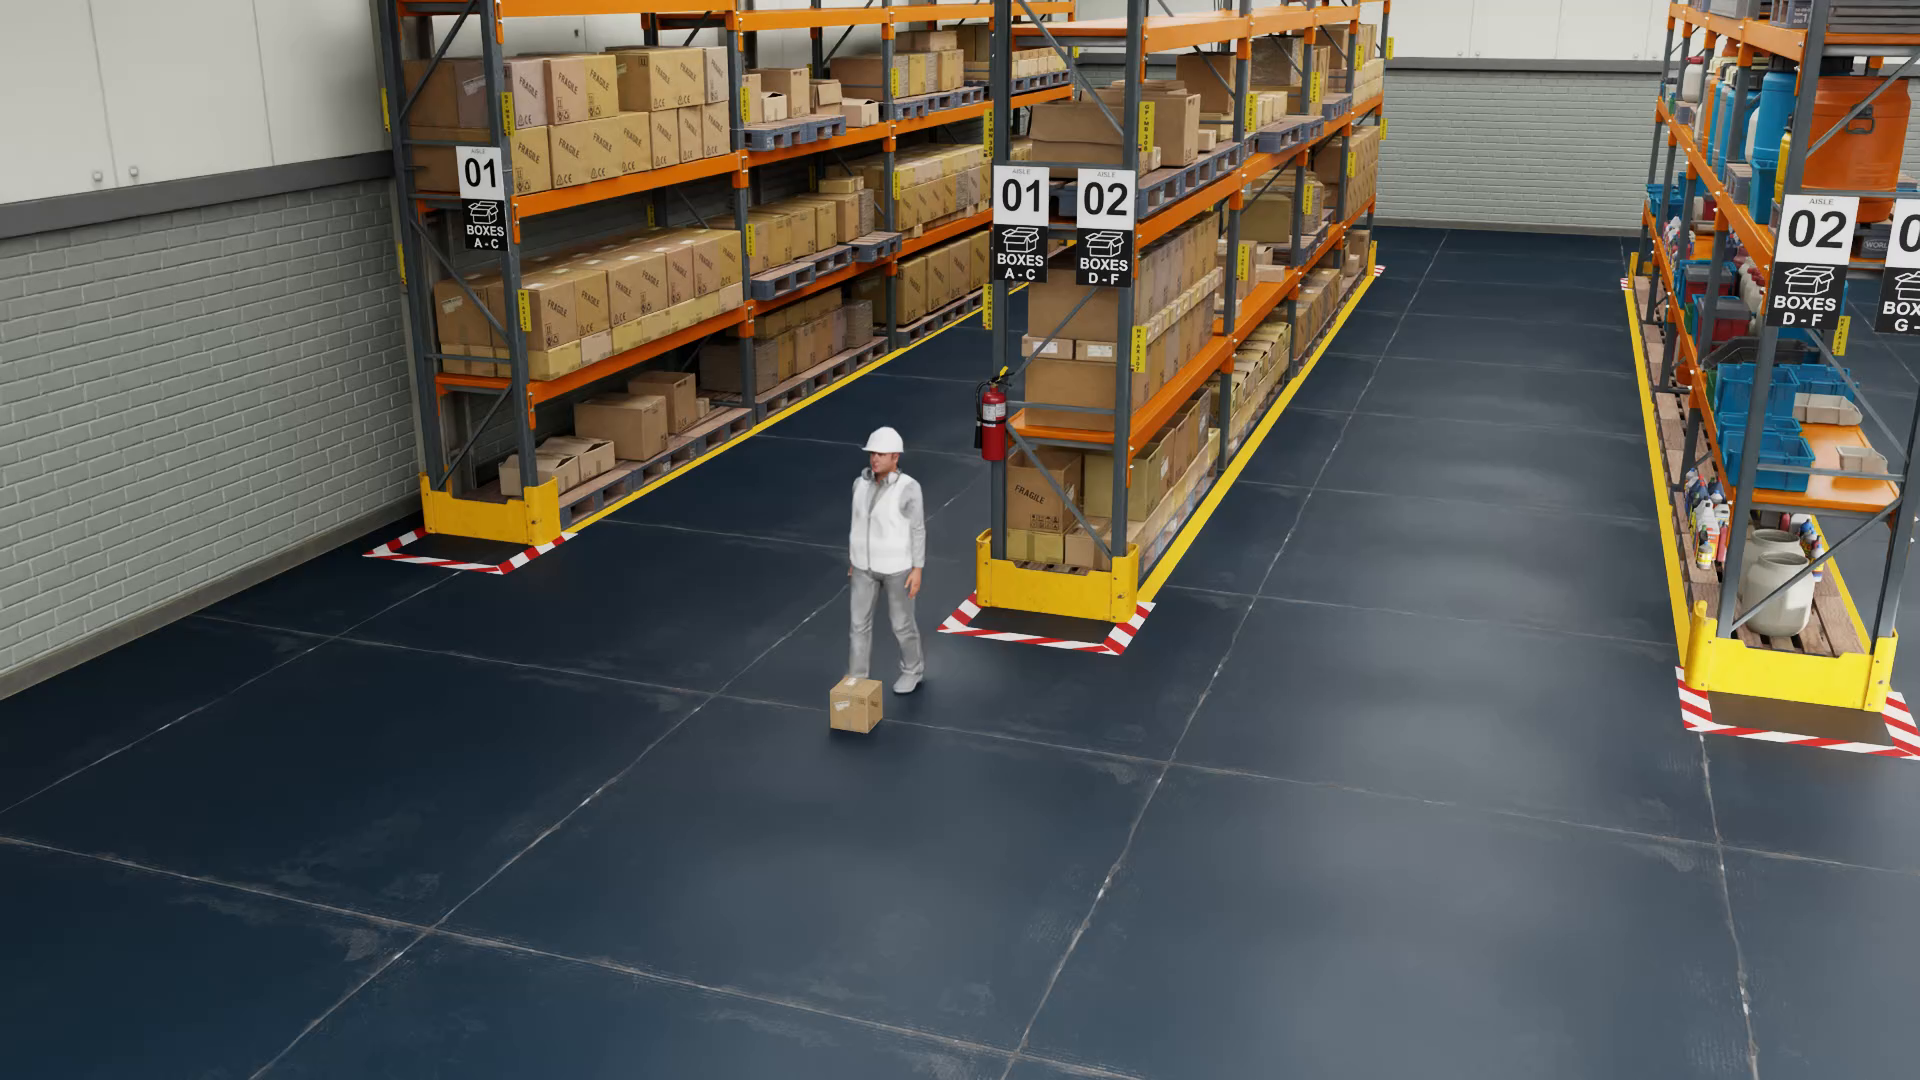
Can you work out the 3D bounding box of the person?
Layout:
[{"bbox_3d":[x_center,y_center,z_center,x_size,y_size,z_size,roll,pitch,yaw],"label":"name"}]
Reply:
[{"bbox_3d":[-0.513,0.175,10.495,0.559,1.767,0.712,9,21,26],"label":"person"}]
